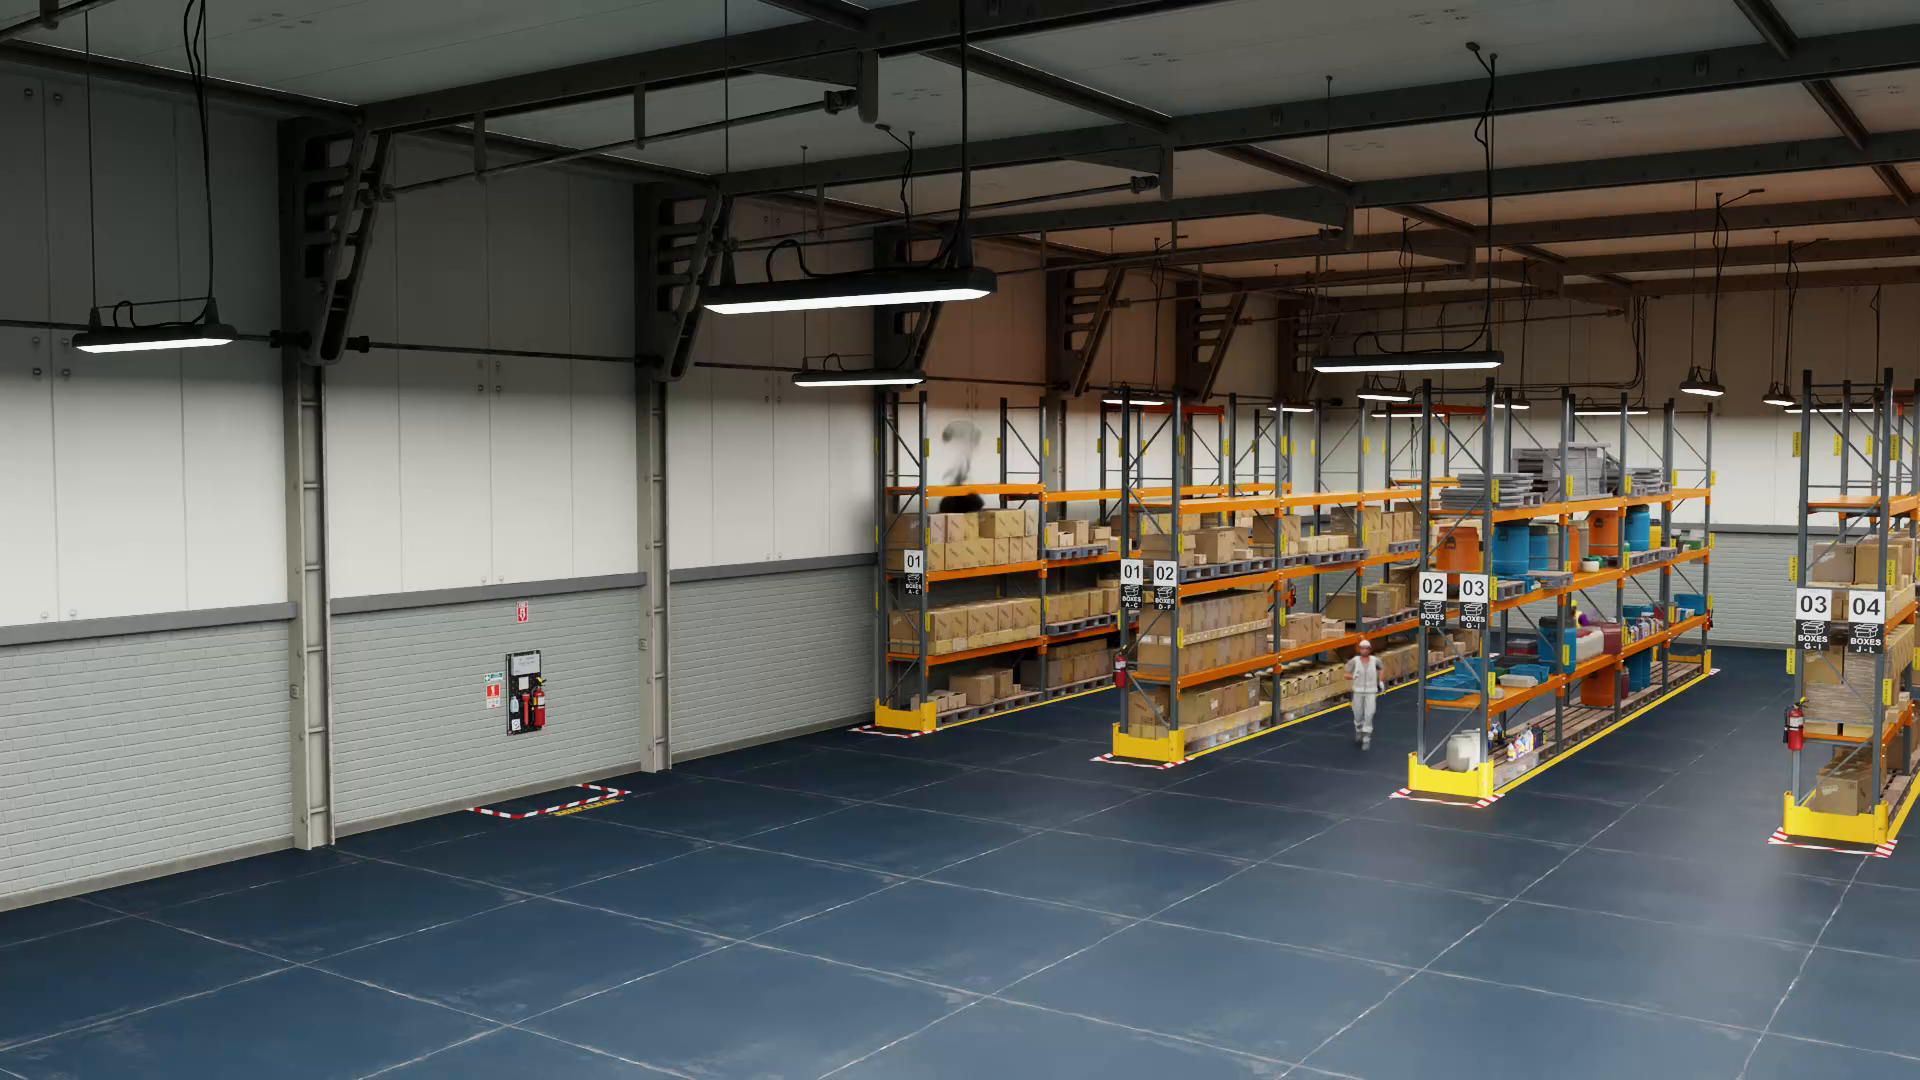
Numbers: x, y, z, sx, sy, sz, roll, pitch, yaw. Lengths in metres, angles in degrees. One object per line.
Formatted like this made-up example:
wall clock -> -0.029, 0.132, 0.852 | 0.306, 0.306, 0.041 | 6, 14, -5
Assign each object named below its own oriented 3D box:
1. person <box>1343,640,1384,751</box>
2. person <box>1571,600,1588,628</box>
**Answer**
person -> 6.710, 2.543, 27.636 | 0.672, 1.782, 0.961 | 1, 3, 12
person -> 13.310, 2.127, 36.142 | 0.656, 1.679, 0.736 | 2, 4, 35
